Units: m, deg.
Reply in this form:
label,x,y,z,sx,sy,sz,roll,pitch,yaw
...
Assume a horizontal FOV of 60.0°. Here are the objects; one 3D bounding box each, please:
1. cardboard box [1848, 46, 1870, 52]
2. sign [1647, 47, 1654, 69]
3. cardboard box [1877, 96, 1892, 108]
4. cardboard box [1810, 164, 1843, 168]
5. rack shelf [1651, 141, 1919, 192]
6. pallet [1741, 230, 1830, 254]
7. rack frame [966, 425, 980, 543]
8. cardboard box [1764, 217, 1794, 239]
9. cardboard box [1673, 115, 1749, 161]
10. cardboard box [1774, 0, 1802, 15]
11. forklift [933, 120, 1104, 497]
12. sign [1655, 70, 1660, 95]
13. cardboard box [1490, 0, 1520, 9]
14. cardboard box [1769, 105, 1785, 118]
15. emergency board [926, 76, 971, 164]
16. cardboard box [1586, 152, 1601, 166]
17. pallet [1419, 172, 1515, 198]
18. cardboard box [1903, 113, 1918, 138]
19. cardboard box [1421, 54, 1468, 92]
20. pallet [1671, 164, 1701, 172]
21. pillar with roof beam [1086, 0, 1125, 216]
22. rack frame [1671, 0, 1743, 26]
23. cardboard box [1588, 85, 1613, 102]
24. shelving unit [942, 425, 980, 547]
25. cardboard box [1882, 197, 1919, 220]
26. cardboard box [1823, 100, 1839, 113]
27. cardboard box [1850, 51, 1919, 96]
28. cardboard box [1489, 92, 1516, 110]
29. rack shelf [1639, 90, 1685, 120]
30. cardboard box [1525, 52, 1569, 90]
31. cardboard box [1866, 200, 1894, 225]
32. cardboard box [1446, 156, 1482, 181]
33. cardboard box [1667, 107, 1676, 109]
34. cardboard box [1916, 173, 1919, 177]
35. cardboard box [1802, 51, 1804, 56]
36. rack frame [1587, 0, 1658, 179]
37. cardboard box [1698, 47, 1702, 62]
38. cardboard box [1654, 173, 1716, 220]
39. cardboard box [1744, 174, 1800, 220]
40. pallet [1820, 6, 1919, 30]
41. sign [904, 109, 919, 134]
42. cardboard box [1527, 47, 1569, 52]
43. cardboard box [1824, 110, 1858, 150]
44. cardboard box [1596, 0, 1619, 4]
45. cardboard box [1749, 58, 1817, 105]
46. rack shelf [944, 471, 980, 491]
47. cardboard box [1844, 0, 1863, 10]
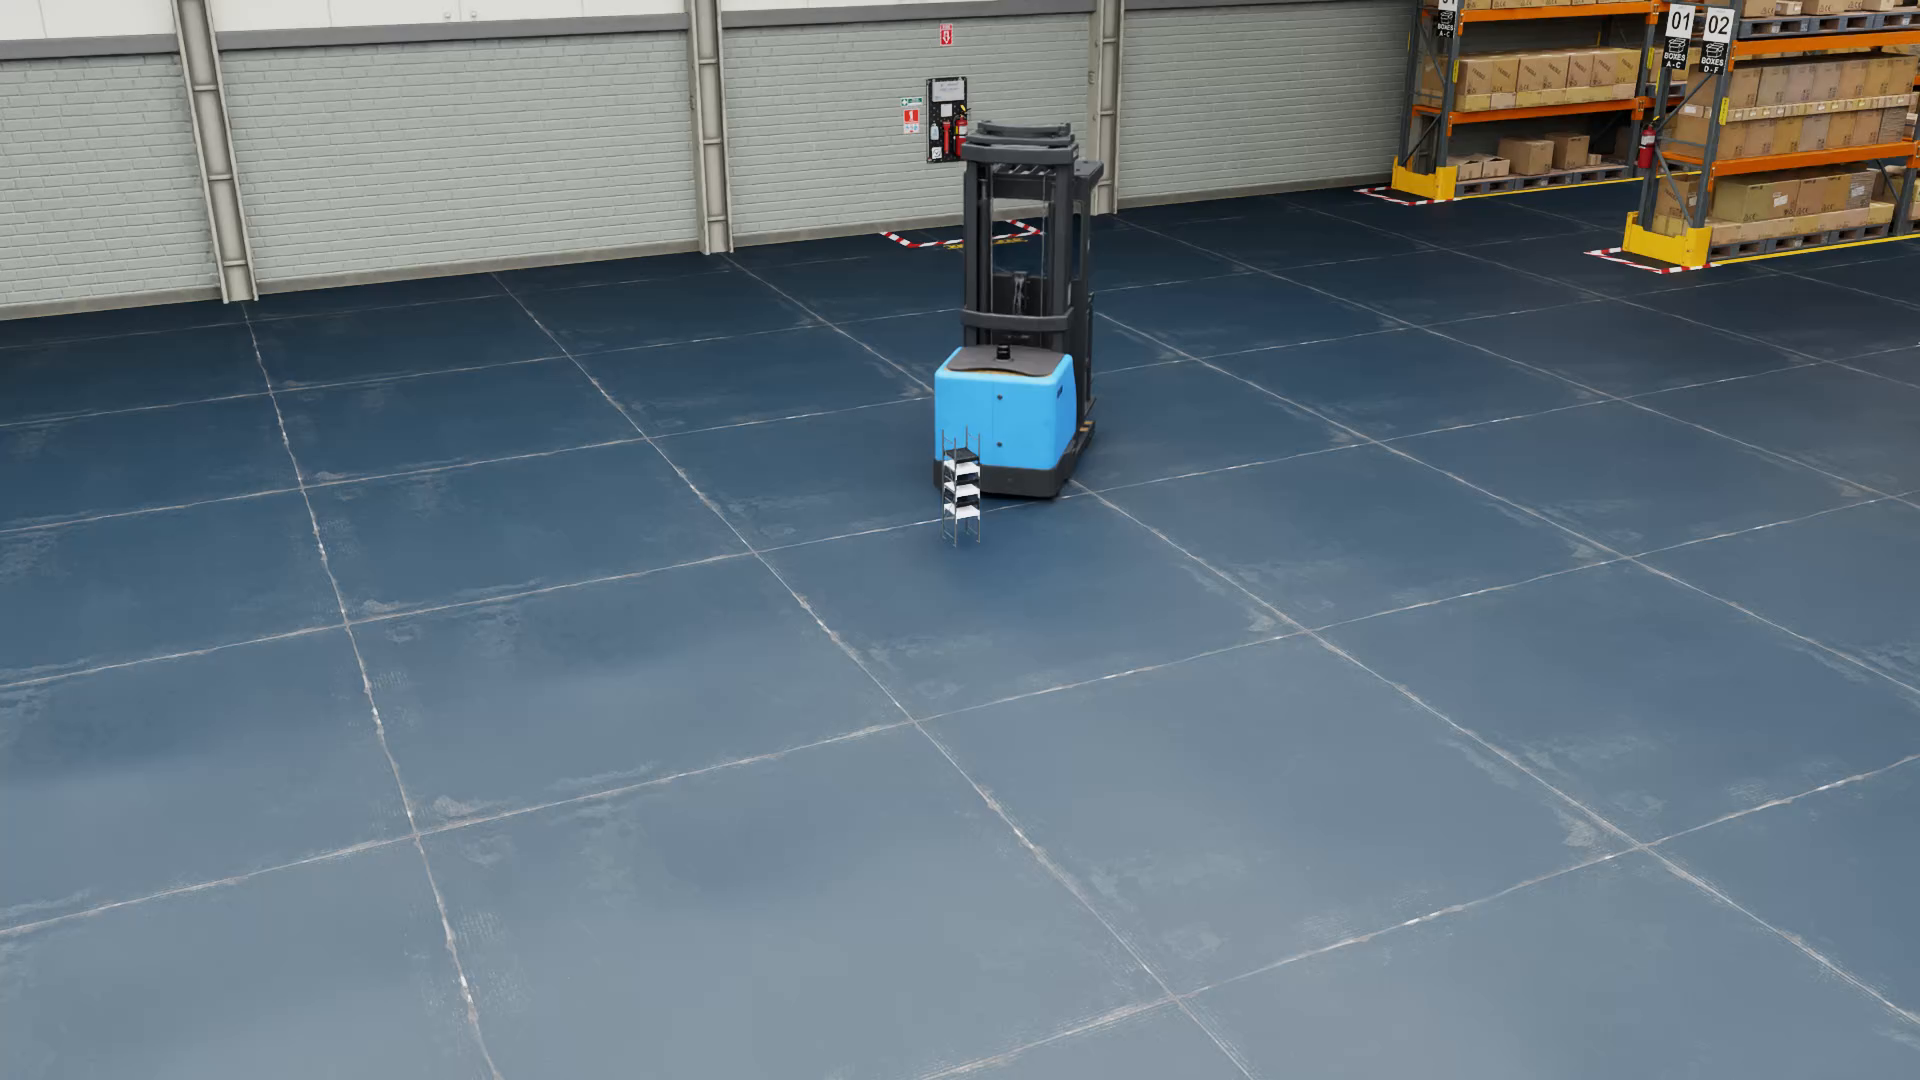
label,x,y,z,sx,sy,sz,roll,pitch,yaw
cardboard box,15.490,-8.470,29.068,0.500,0.500,0.500,-10,24,-22
sign,11.103,-7.752,26.747,0.005,0.325,0.100,-10,25,-24
cardboard box,12.402,-5.974,22.604,0.250,0.149,0.380,-11,25,-25
cardboard box,12.012,-5.047,23.409,0.500,0.500,0.500,-10,25,-24
rack shelf,11.210,-5.167,22.575,4.000,0.370,1.077,-10,25,-24
pallet,11.177,-4.222,22.995,1.213,0.211,1.003,-10,25,-24
rack frame,0.099,-0.434,12.945,0.006,0.900,0.240,-10,25,-24
cardboard box,10.888,-4.271,22.514,0.500,0.250,0.500,-10,25,-24
cardboard box,9.834,-5.287,21.793,0.500,0.500,0.700,-10,25,-24
cardboard box,10.545,-6.831,21.328,0.250,0.149,0.380,-10,25,-24
forklift,0.628,-2.242,14.658,1.130,2.935,3.031,5,23,13
sign,9.185,-6.002,21.826,0.005,0.325,0.100,-10,25,-24
cardboard box,8.166,-8.362,25.273,0.500,0.500,0.500,-9,24,-20
cardboard box,10.546,-5.631,21.777,0.250,0.149,0.380,-11,25,-24
emergency board,-0.138,-5.897,23.396,0.643,1.169,0.194,-10,25,-24
cardboard box,10.392,-6.333,27.580,0.250,0.166,0.380,-14,26,-30
pallet,8.072,-5.721,26.618,1.213,0.211,1.003,-10,25,-24
cardboard box,13.437,-5.859,23.501,0.500,0.250,0.500,-9,24,-20
cardboard box,7.589,-7.312,26.006,0.500,0.500,0.500,-11,25,-24
pallet,12.662,-6.583,28.700,1.213,0.211,1.003,-10,25,-24
pillar with roof beam,3.973,-7.582,19.623,0.400,9.000,9.100,-10,25,-24
rack frame,9.408,-7.940,20.488,0.127,3.000,1.000,-10,25,-24
cardboard box,10.113,-7.215,26.751,0.500,0.250,0.500,-10,25,-23
shelving unit,0.007,-0.417,12.904,0.210,0.900,0.258,-10,25,-24
cardboard box,13.483,-4.736,23.639,0.500,0.250,0.500,-11,25,-25
cardboard box,11.478,-5.803,22.192,0.250,0.149,0.380,-10,24,-22
cardboard box,12.615,-6.401,22.788,0.500,0.500,0.700,-10,25,-23
cardboard box,8.296,-6.877,25.934,0.500,0.250,0.500,-11,25,-25
rack shelf,12.663,-7.537,28.300,4.000,0.370,1.077,-10,25,-24
cardboard box,9.195,-7.388,26.189,0.500,0.500,0.500,-10,24,-22
cardboard box,12.689,-4.603,23.316,0.500,0.250,0.500,-10,25,-24
cardboard box,7.919,-5.919,26.391,0.500,0.311,0.500,-14,26,-30
cardboard box,12.379,-7.222,28.311,0.500,0.250,0.500,-11,25,-25
cardboard box,13.946,-5.078,23.731,0.500,0.311,0.500,-11,25,-24
cardboard box,14.776,-8.564,29.293,0.500,0.500,0.500,-10,25,-23
rack frame,10.861,-7.538,27.361,0.127,3.000,1.000,-10,25,-24
cardboard box,12.420,-8.070,27.941,0.500,0.500,0.700,-7,23,-16
cardboard box,9.762,-4.629,22.400,0.500,0.500,0.500,-10,25,-24
cardboard box,10.883,-4.621,22.380,0.500,0.500,0.500,-10,25,-24
pallet,12.255,-7.026,22.318,1.213,0.211,1.003,-10,25,-24
sign,-0.680,-5.857,23.254,0.234,0.329,0.001,-10,25,-24
cardboard box,9.427,-7.653,26.829,0.500,0.500,0.500,-10,24,-22
cardboard box,11.689,-5.630,22.622,0.500,0.500,0.700,-10,25,-23
cardboard box,10.052,-8.731,26.164,0.500,0.500,0.500,-13,26,-28
cardboard box,10.808,-6.068,21.984,0.500,0.500,0.700,-10,25,-23
rack shelf,0.007,-0.469,12.882,0.200,0.077,0.258,-10,25,-24
cardboard box,11.474,-7.294,21.983,0.637,0.503,0.797,-8,24,-18
